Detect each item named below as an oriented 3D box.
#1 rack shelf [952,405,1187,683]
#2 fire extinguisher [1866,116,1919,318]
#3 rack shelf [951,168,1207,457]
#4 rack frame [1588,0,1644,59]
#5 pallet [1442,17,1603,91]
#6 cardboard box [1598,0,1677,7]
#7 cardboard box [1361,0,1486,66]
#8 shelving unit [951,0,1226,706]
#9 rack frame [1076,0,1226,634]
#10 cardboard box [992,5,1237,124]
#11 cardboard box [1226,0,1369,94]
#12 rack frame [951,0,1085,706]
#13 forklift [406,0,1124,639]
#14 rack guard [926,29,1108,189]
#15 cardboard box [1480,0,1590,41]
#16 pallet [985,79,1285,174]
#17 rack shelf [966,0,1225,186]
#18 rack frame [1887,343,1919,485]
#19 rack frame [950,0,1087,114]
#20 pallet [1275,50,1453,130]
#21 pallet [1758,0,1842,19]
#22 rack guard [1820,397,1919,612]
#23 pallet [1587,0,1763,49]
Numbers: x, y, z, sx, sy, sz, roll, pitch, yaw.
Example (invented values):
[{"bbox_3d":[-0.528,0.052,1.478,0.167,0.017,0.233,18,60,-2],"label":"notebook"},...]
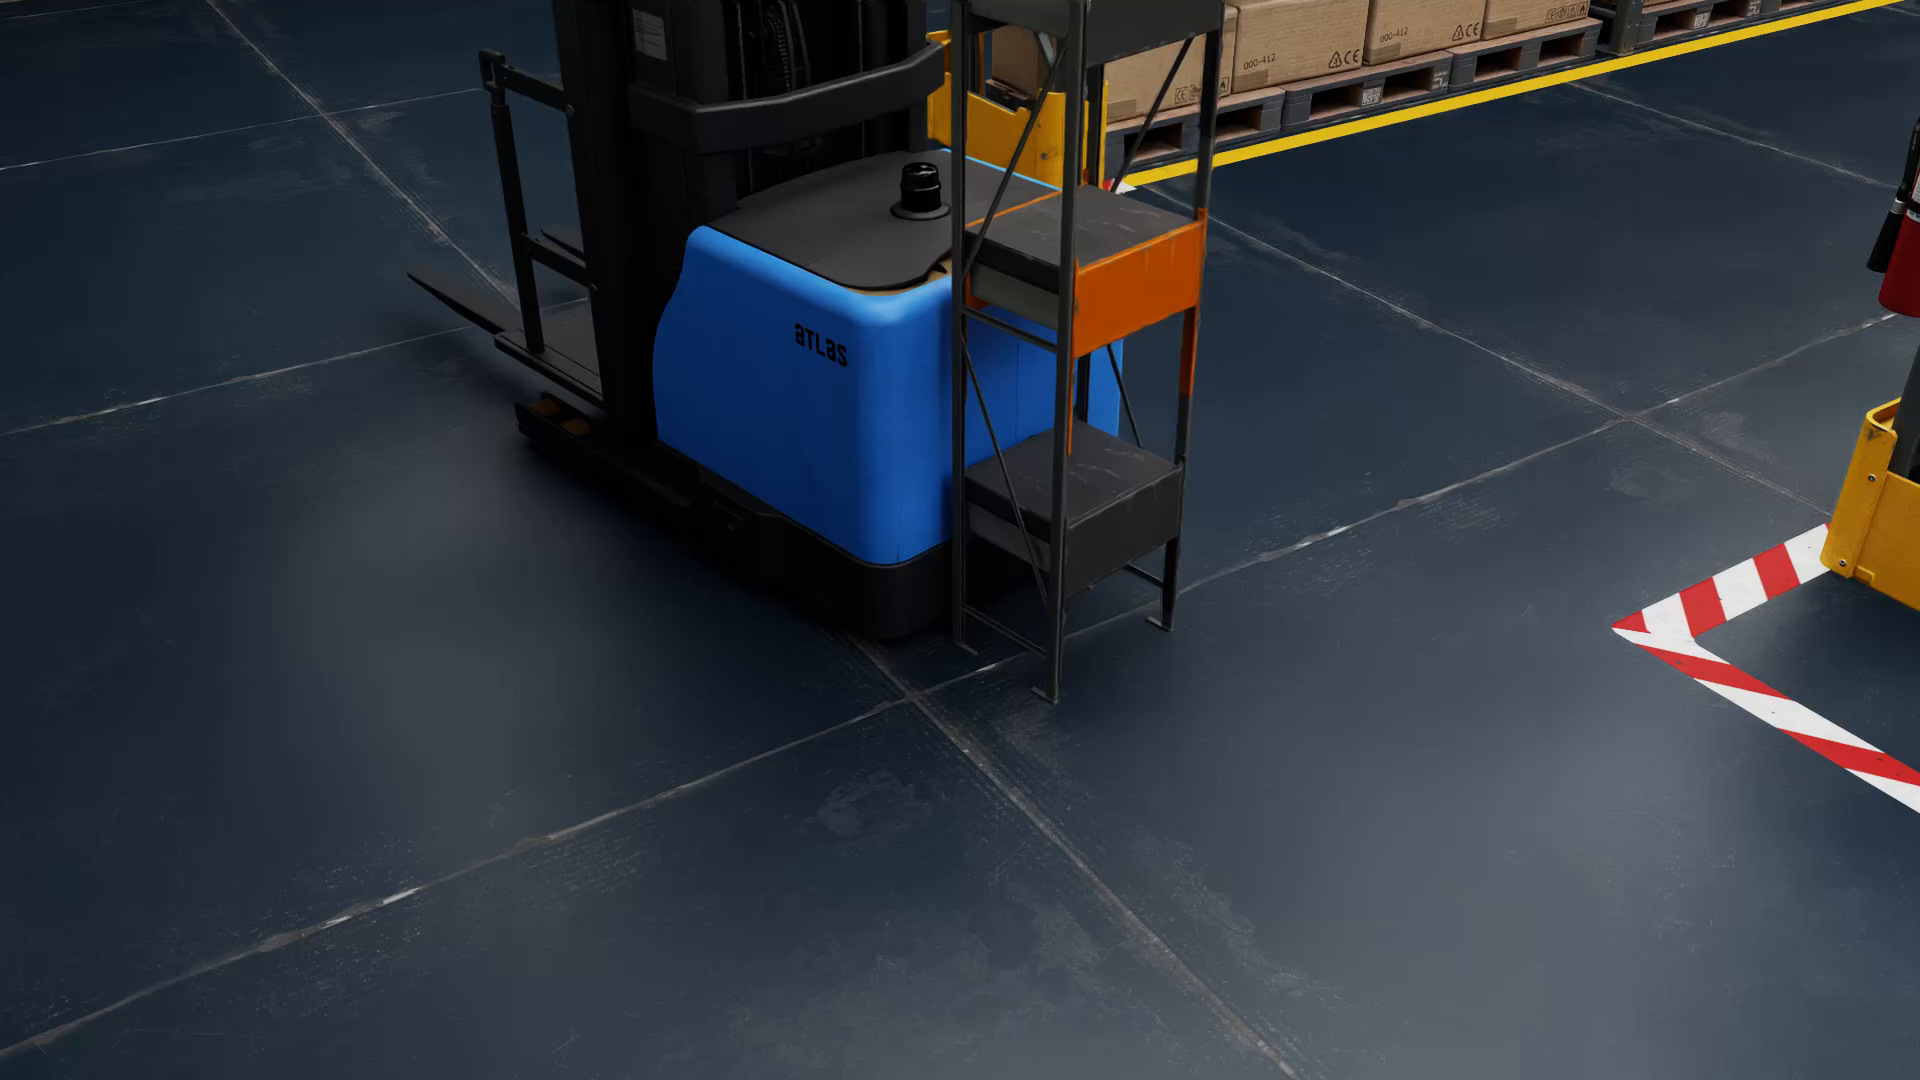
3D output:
[{"bbox_3d":[0.299,-0.001,4.621,0.480,0.518,0.431,-27,41,-36],"label":"rack shelf"},{"bbox_3d":[2.572,-0.917,4.314,0.183,0.674,0.296,-19,37,-27],"label":"fire extinguisher"},{"bbox_3d":[0.299,-0.593,4.247,0.480,0.518,0.431,-27,41,-36],"label":"rack shelf"},{"bbox_3d":[3.629,-4.320,9.287,0.127,3.000,1.000,-19,37,-27],"label":"rack frame"},{"bbox_3d":[2.947,-2.956,9.738,1.213,0.211,1.003,-19,37,-27],"label":"pallet"},{"bbox_3d":[4.106,-3.814,10.083,0.875,0.875,0.875,-18,36,-26],"label":"cardboard box"},{"bbox_3d":[2.291,-3.022,9.236,0.875,0.438,0.875,-20,37,-29],"label":"cardboard box"},{"bbox_3d":[0.299,-0.604,4.240,0.503,2.100,0.431,-27,41,-36],"label":"shelving unit"},{"bbox_3d":[0.475,-0.695,4.383,0.015,2.100,0.400,-27,41,-36],"label":"rack frame"},{"bbox_3d":[0.767,-2.493,8.399,0.875,0.438,0.875,-20,38,-29],"label":"cardboard box"},{"bbox_3d":[1.532,-2.762,8.824,0.875,0.438,0.875,-18,36,-26],"label":"cardboard box"},{"bbox_3d":[0.123,-0.514,4.097,0.015,2.100,0.400,-27,41,-36],"label":"rack frame"},{"bbox_3d":[-0.883,-1.653,5.124,1.130,2.935,3.031,-27,41,-36],"label":"forklift"},{"bbox_3d":[0.246,-2.100,8.110,0.348,0.500,1.175,-19,37,-27],"label":"rack guard"},{"bbox_3d":[3.043,-3.281,9.647,0.875,0.438,0.875,-20,37,-28],"label":"cardboard box"},{"bbox_3d":[0.896,-2.251,8.620,1.213,0.211,1.003,-19,37,-27],"label":"pallet"},{"bbox_3d":[0.299,-1.185,3.874,0.480,0.518,0.431,-27,41,-36],"label":"rack shelf"},{"bbox_3d":[3.034,-0.973,3.981,0.127,3.000,1.000,-19,37,-27],"label":"rack frame"},{"bbox_3d":[0.267,-3.164,7.454,0.127,3.000,1.000,-19,37,-27],"label":"rack frame"},{"bbox_3d":[1.921,-2.601,9.176,1.213,0.211,1.003,-19,37,-27],"label":"pallet"},{"bbox_3d":[5.263,-3.752,11.001,1.213,0.211,1.003,-19,37,-27],"label":"pallet"},{"bbox_3d":[3.097,0.062,4.683,0.348,0.500,1.175,-19,37,-27],"label":"rack guard"},{"bbox_3d":[4.236,-3.398,10.438,1.213,0.211,1.003,-19,37,-27],"label":"pallet"}]
